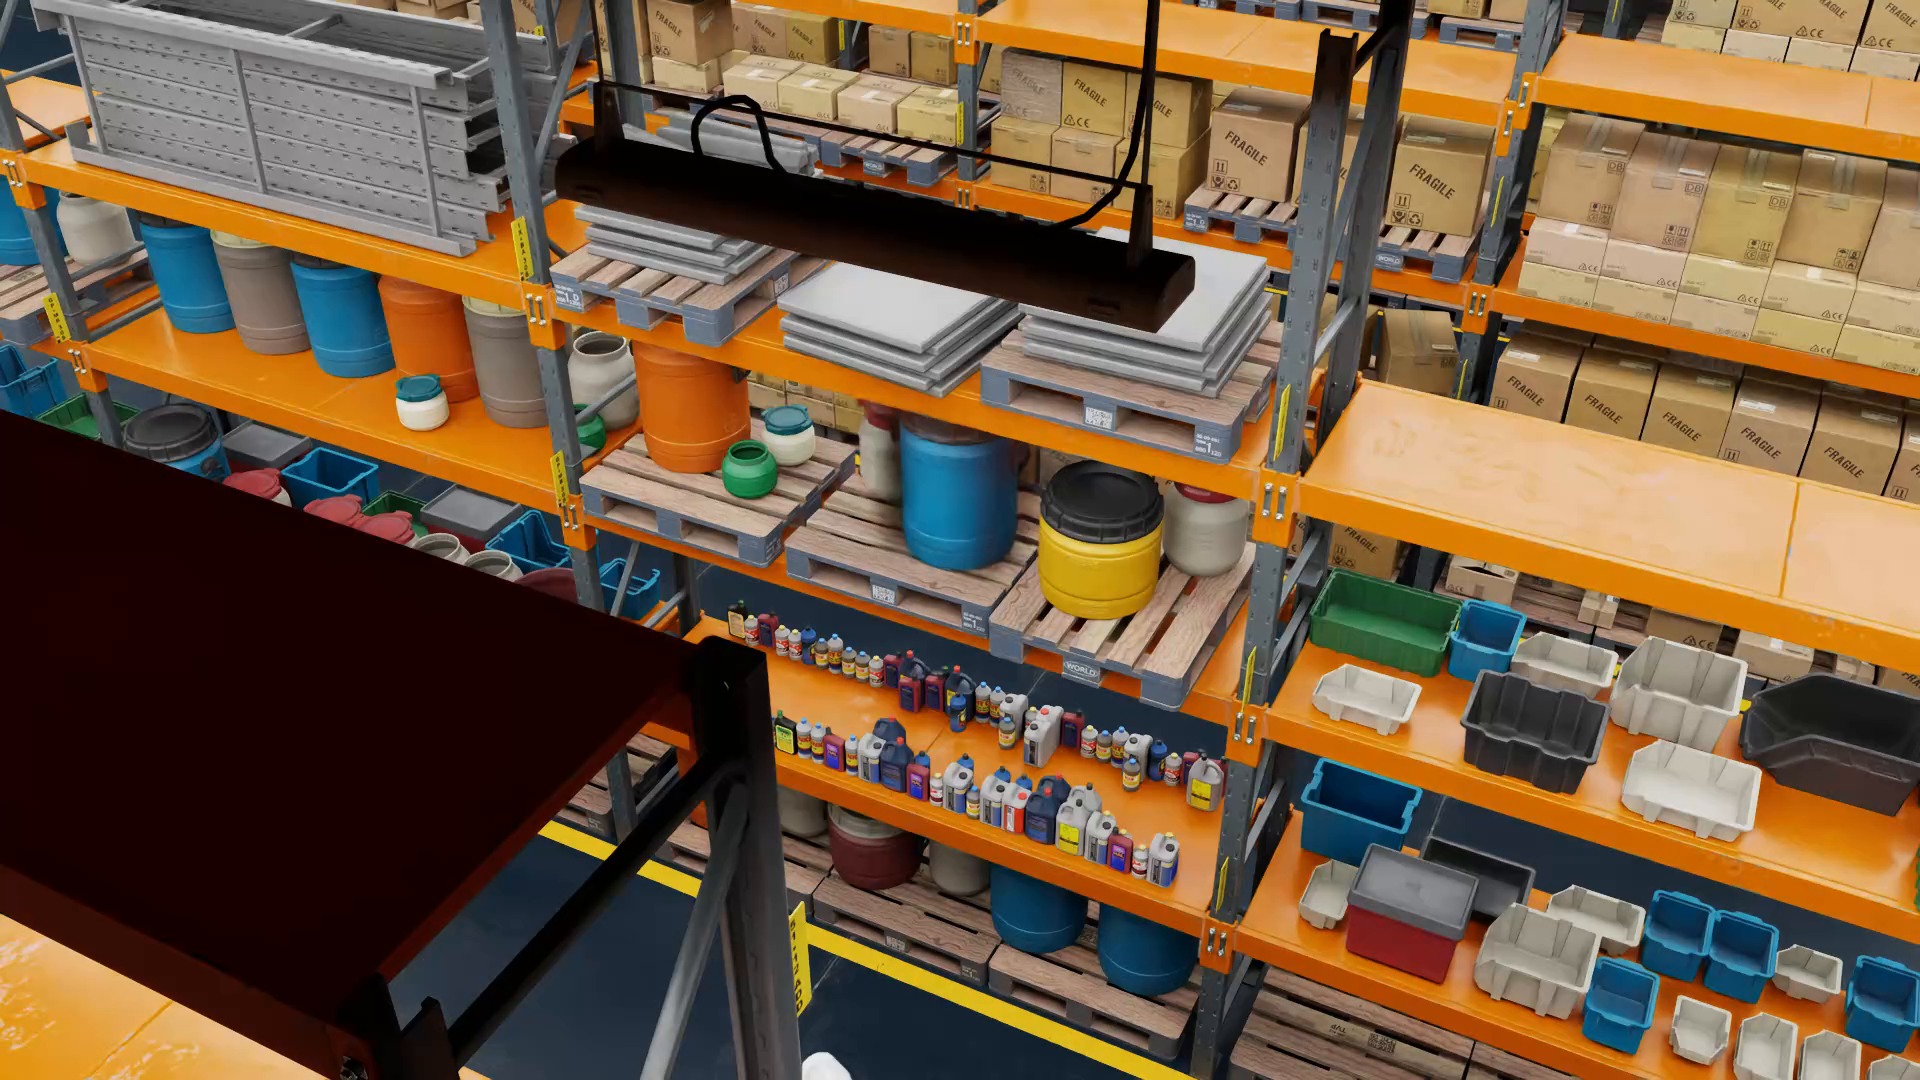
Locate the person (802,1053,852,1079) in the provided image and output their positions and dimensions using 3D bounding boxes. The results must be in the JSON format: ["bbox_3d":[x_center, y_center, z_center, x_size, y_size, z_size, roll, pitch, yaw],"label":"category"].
[{"bbox_3d":[-0.476,3.078,7.745,0.622,1.667,0.728,21,40,28],"label":"person"}]
